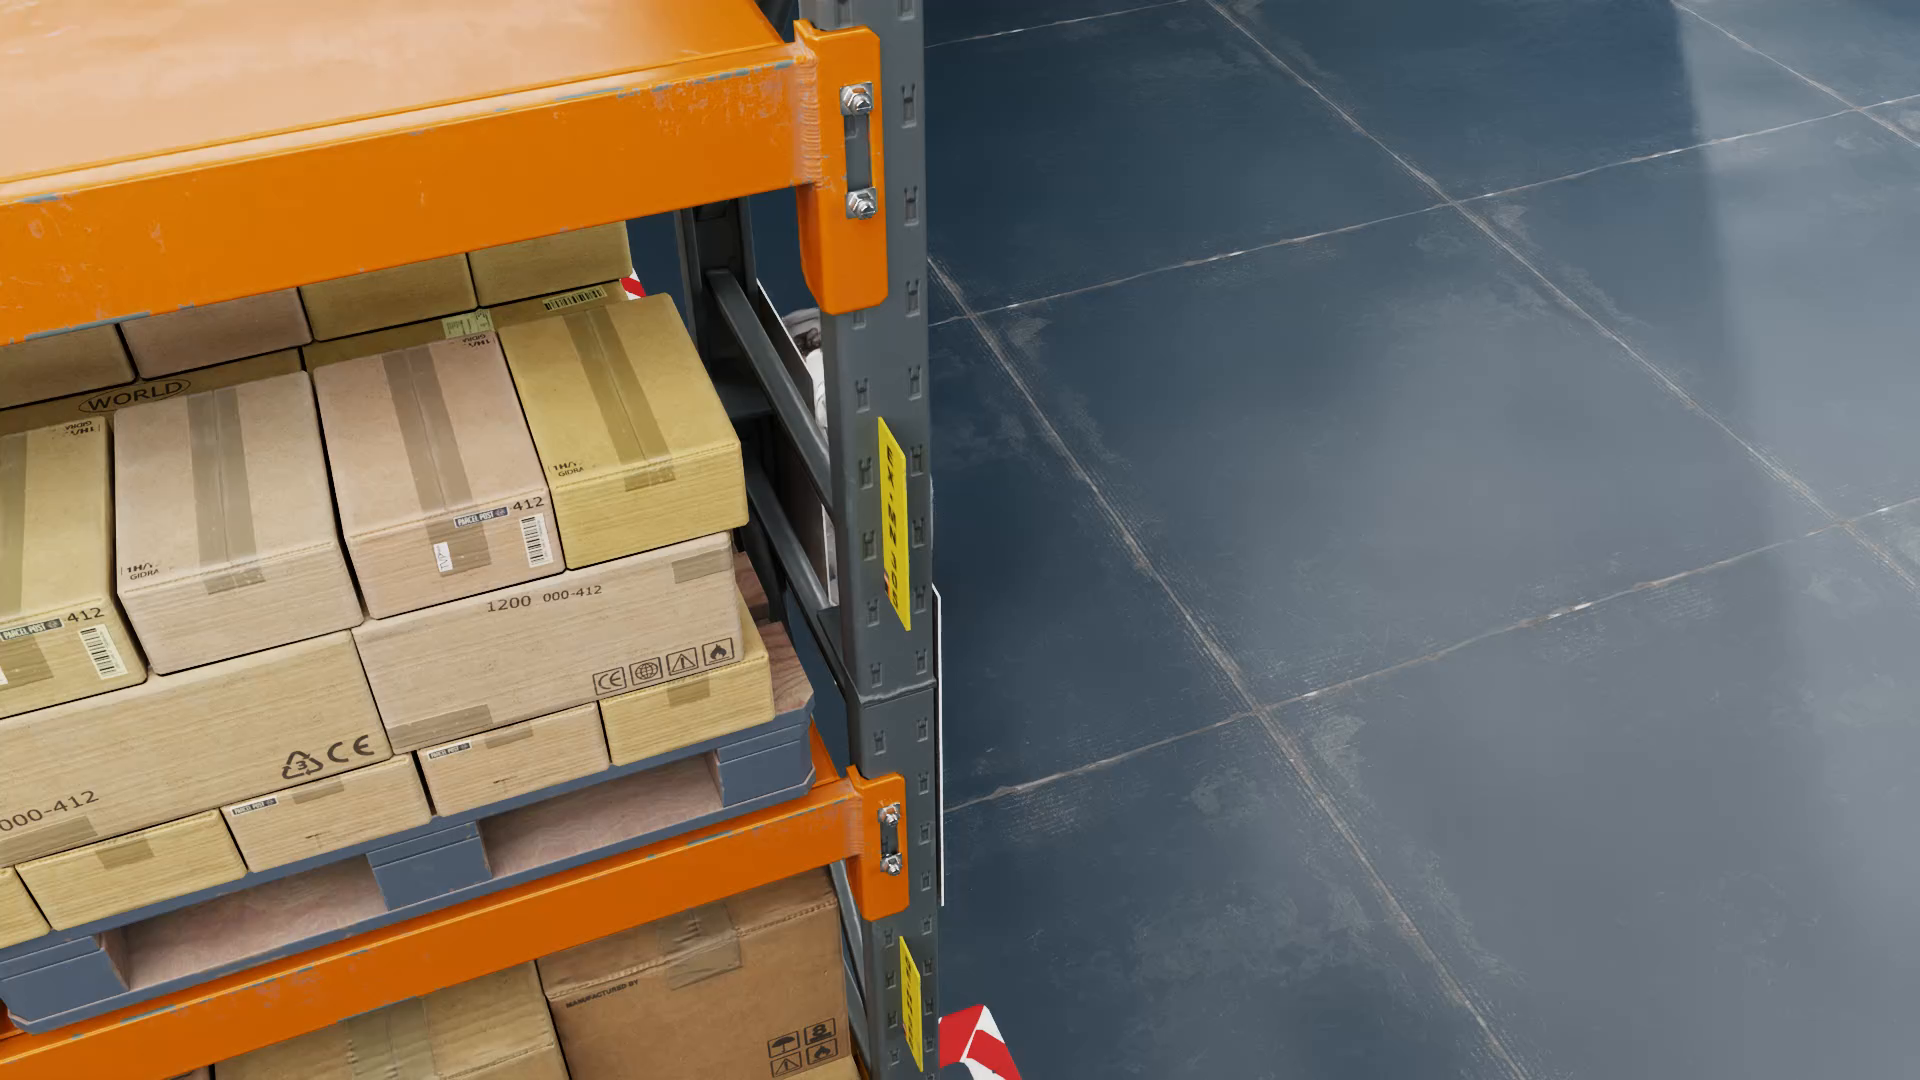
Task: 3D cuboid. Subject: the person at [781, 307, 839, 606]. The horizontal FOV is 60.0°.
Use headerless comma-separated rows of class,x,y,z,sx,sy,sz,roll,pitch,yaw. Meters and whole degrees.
person,-0.463,-0.293,6.803,0.426,1.244,0.895,-22,46,-22
